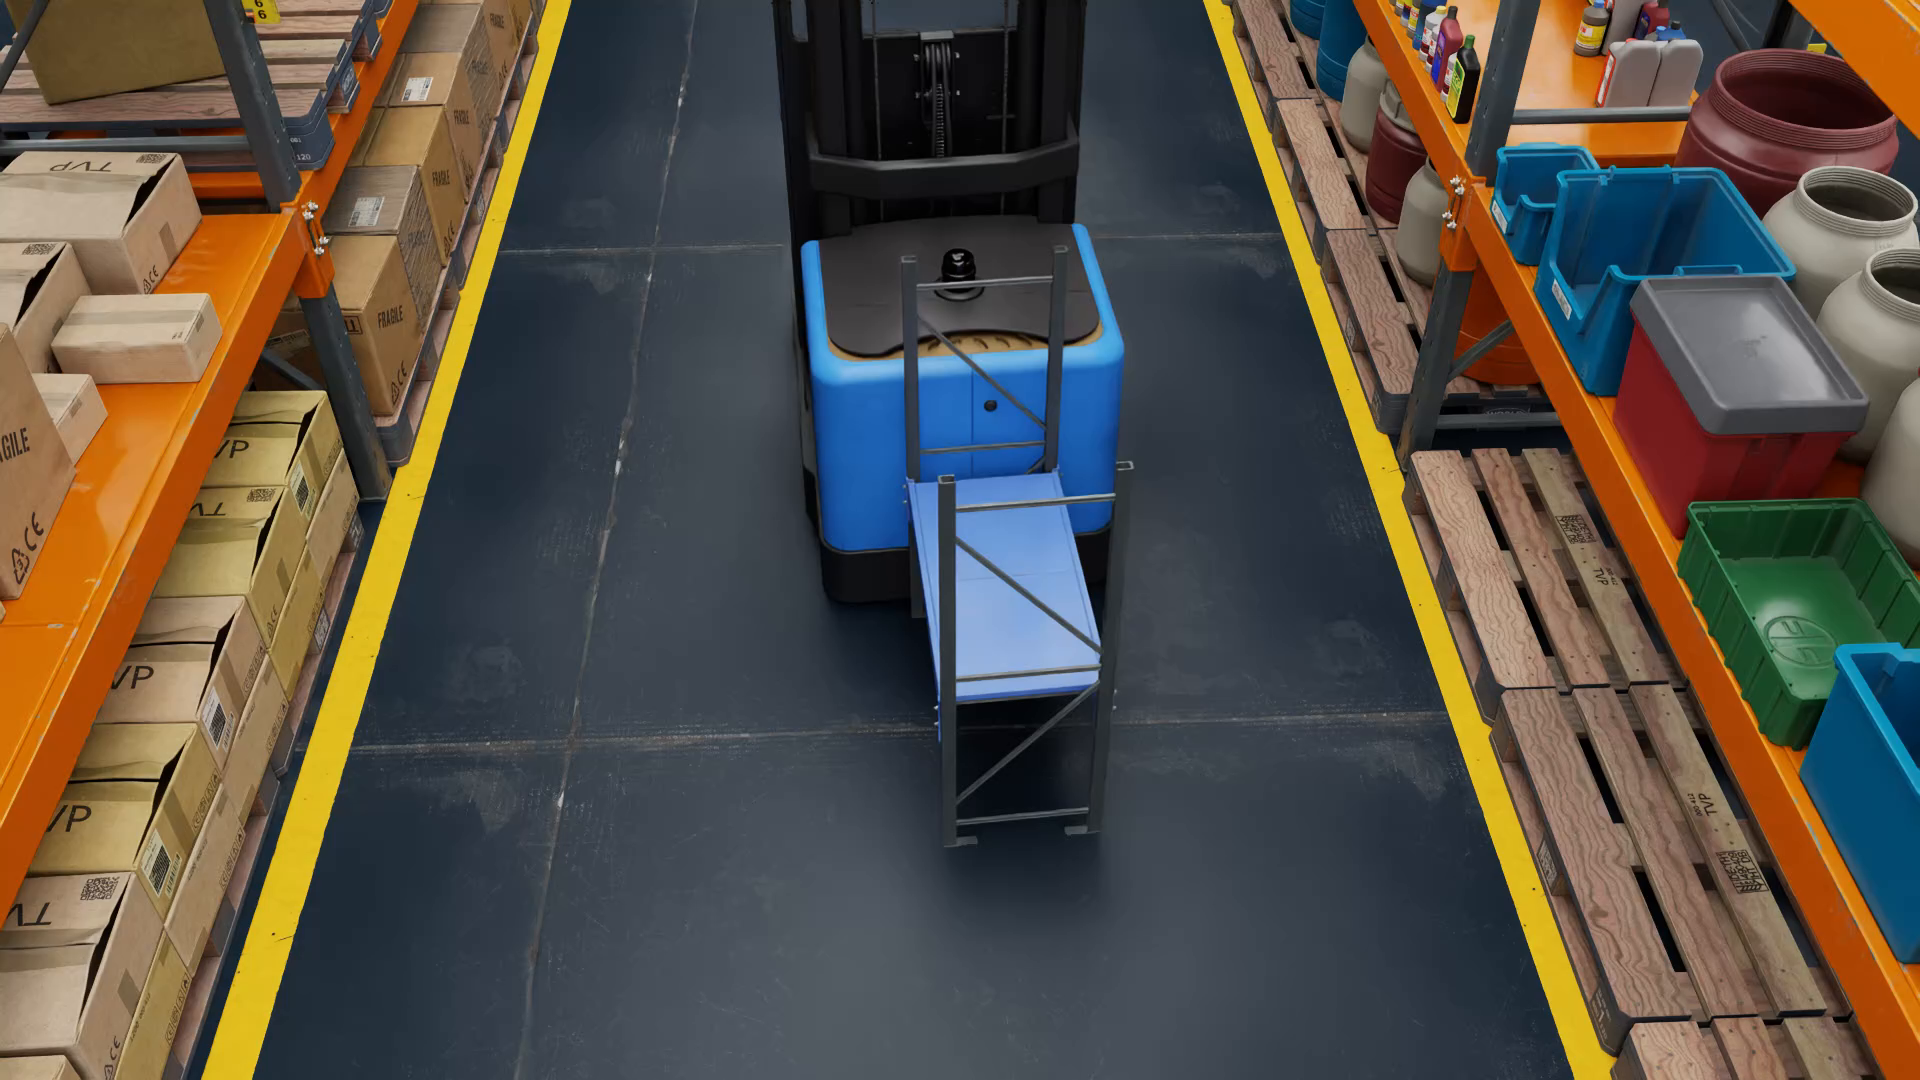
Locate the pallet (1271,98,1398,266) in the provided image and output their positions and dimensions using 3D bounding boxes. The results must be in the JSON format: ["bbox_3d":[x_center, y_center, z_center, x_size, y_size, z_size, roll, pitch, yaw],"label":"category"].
[{"bbox_3d":[2.113,-1.744,7.997,1.003,0.211,1.213,-2,43,-2],"label":"pallet"}]

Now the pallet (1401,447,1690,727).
[{"bbox_3d":[2.231,0.132,5.949,1.003,0.211,1.213,-2,43,-2],"label":"pallet"}]

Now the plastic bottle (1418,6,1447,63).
[{"bbox_3d":[1.793,-1.907,6.258,0.097,0.201,0.097,0,43,0],"label":"plastic bottle"}]

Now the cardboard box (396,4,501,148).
[{"bbox_3d":[-2.542,-2.224,7.980,0.500,0.500,0.500,-1,43,-1],"label":"cardboard box"}]

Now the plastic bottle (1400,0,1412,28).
[{"bbox_3d":[1.780,-2.130,6.449,0.097,0.271,0.097,0,43,0],"label":"plastic bottle"}]

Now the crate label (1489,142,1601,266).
[{"bbox_3d":[1.880,-1.063,5.313,0.303,0.233,0.416,-2,43,-2],"label":"crate label"}]

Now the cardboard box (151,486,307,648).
[{"bbox_3d":[-2.416,0.069,5.264,0.500,0.311,0.500,-2,43,-2],"label":"cardboard box"}]

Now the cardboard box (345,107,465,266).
[{"bbox_3d":[-2.490,-1.528,7.222,0.500,0.500,0.500,-2,43,-2],"label":"cardboard box"}]

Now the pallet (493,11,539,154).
[{"bbox_3d":[-2.810,-2.404,8.717,1.003,0.211,1.213,-2,43,-2],"label":"pallet"}]

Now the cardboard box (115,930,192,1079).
[{"bbox_3d":[-2.357,1.305,4.331,0.500,0.250,0.500,-3,43,-3],"label":"cardboard box"}]

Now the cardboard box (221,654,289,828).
[{"bbox_3d":[-2.403,0.614,5.084,0.500,0.250,0.500,-1,43,-1],"label":"cardboard box"}]

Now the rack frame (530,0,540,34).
[{"bbox_3d":[-2.882,-3.980,8.373,1.000,3.000,0.127,-2,43,-2],"label":"rack frame"}]

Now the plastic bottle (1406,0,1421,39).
[{"bbox_3d":[1.784,-2.039,6.401,0.097,0.201,0.097,0,43,0],"label":"plastic bottle"}]

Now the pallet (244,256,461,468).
[{"bbox_3d":[-2.706,-0.757,6.920,1.003,0.211,1.213,-2,43,-2],"label":"pallet"}]

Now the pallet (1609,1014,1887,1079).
[{"bbox_3d":[2.334,1.780,4.152,1.003,0.211,1.213,-2,43,-2],"label":"pallet"}]

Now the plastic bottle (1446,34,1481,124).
[{"bbox_3d":[1.793,-1.638,5.903,0.061,0.283,0.133,-2,43,-2],"label":"plastic bottle"}]

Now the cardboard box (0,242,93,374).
[{"bbox_3d":[-2.868,-0.638,4.792,0.500,0.311,0.500,-2,43,-2],"label":"cardboard box"}]

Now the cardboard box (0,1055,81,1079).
[{"bbox_3d":[-2.327,1.448,3.759,0.500,0.311,0.500,-2,43,-2],"label":"cardboard box"}]

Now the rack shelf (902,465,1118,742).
[{"bbox_3d":[0.134,0.173,5.218,0.538,0.185,1.000,-5,43,-5],"label":"rack shelf"}]

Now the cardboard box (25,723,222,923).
[{"bbox_3d":[-2.378,0.748,4.523,0.500,0.311,0.500,-1,43,-1],"label":"cardboard box"}]

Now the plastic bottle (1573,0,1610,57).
[{"bbox_3d":[2.398,-1.944,6.298,0.097,0.201,0.097,0,43,0],"label":"plastic bottle"}]

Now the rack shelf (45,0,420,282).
[{"bbox_3d":[-2.797,-2.365,7.143,1.077,0.370,4.000,-2,43,-2],"label":"rack shelf"}]

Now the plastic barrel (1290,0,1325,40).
[{"bbox_3d":[2.073,-3.134,8.691,0.600,0.901,0.708,-2,43,-2],"label":"plastic barrel"}]

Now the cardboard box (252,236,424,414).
[{"bbox_3d":[-2.446,-0.836,6.467,0.500,0.500,0.500,0,43,0],"label":"cardboard box"}]

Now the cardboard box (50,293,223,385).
[{"bbox_3d":[-2.398,-0.588,4.858,0.380,0.149,0.250,-2,43,-2],"label":"cardboard box"}]

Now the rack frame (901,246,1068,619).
[{"bbox_3d":[0.074,-0.301,5.468,0.500,1.500,0.032,-5,43,-5],"label":"rack frame"}]

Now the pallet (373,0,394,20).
[{"bbox_3d":[-2.800,-2.522,6.924,1.003,0.211,1.213,-2,43,-2],"label":"pallet"}]

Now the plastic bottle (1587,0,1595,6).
[{"bbox_3d":[2.552,-2.238,6.558,0.061,0.283,0.133,-2,43,-2],"label":"plastic bottle"}]

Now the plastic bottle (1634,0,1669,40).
[{"bbox_3d":[2.573,-1.901,6.191,0.061,0.283,0.133,-2,43,-2],"label":"plastic bottle"}]

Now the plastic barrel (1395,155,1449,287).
[{"bbox_3d":[2.085,-1.366,7.050,0.421,0.512,0.421,0,43,0],"label":"plastic barrel"}]

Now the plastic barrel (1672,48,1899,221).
[{"bbox_3d":[2.559,-1.165,5.201,0.600,0.536,0.708,-2,43,-2],"label":"plastic barrel"}]

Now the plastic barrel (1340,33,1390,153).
[{"bbox_3d":[2.038,-2.128,7.882,0.421,0.512,0.421,0,43,0],"label":"plastic barrel"}]

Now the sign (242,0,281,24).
[{"bbox_3d":[-2.158,-1.725,5.055,0.100,0.325,0.005,-2,43,-2],"label":"sign"}]

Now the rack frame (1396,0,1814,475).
[{"bbox_3d":[2.237,-1.420,5.579,1.000,3.000,0.127,-2,43,-2],"label":"rack frame"}]

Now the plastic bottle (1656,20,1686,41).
[{"bbox_3d":[2.564,-1.753,6.037,0.097,0.271,0.097,0,43,0],"label":"plastic bottle"}]

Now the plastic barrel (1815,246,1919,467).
[{"bbox_3d":[2.512,-0.488,4.480,0.421,0.512,0.421,0,43,0],"label":"plastic barrel"}]

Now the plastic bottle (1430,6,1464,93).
[{"bbox_3d":[1.783,-1.793,6.073,0.061,0.283,0.133,-2,43,-2],"label":"plastic bottle"}]

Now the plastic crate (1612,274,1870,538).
[{"bbox_3d":[1.999,-0.344,4.358,0.402,0.464,0.583,-2,43,-2],"label":"plastic crate"}]

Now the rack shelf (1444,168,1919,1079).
[{"bbox_3d":[2.321,0.196,4.349,1.077,0.370,4.000,-2,43,-2],"label":"rack shelf"}]

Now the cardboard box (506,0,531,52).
[{"bbox_3d":[-2.575,-2.896,8.714,0.500,0.500,0.500,-2,43,-2],"label":"cardboard box"}]

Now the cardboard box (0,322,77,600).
[{"bbox_3d":[-2.625,-0.185,4.157,0.500,0.500,0.500,-4,43,-4],"label":"cardboard box"}]

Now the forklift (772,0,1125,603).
[{"bbox_3d":[-0.135,-1.854,6.103,1.130,2.935,3.031,-5,43,-5],"label":"forklift"}]

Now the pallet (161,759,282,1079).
[{"bbox_3d":[-2.668,1.126,4.865,1.003,0.211,1.213,-2,43,-2],"label":"pallet"}]

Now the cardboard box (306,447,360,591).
[{"bbox_3d":[-2.446,-0.073,5.834,0.500,0.250,0.500,-1,43,-1],"label":"cardboard box"}]

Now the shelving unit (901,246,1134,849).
[{"bbox_3d":[0.134,0.040,5.096,0.538,1.500,1.048,-5,43,-5],"label":"shelving unit"}]

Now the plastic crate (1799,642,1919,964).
[{"bbox_3d":[2.049,0.551,3.441,0.392,0.384,0.575,-2,43,-2],"label":"plastic crate"}]

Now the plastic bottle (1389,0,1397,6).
[{"bbox_3d":[1.772,-2.236,6.616,0.097,0.201,0.097,0,43,0],"label":"plastic bottle"}]
